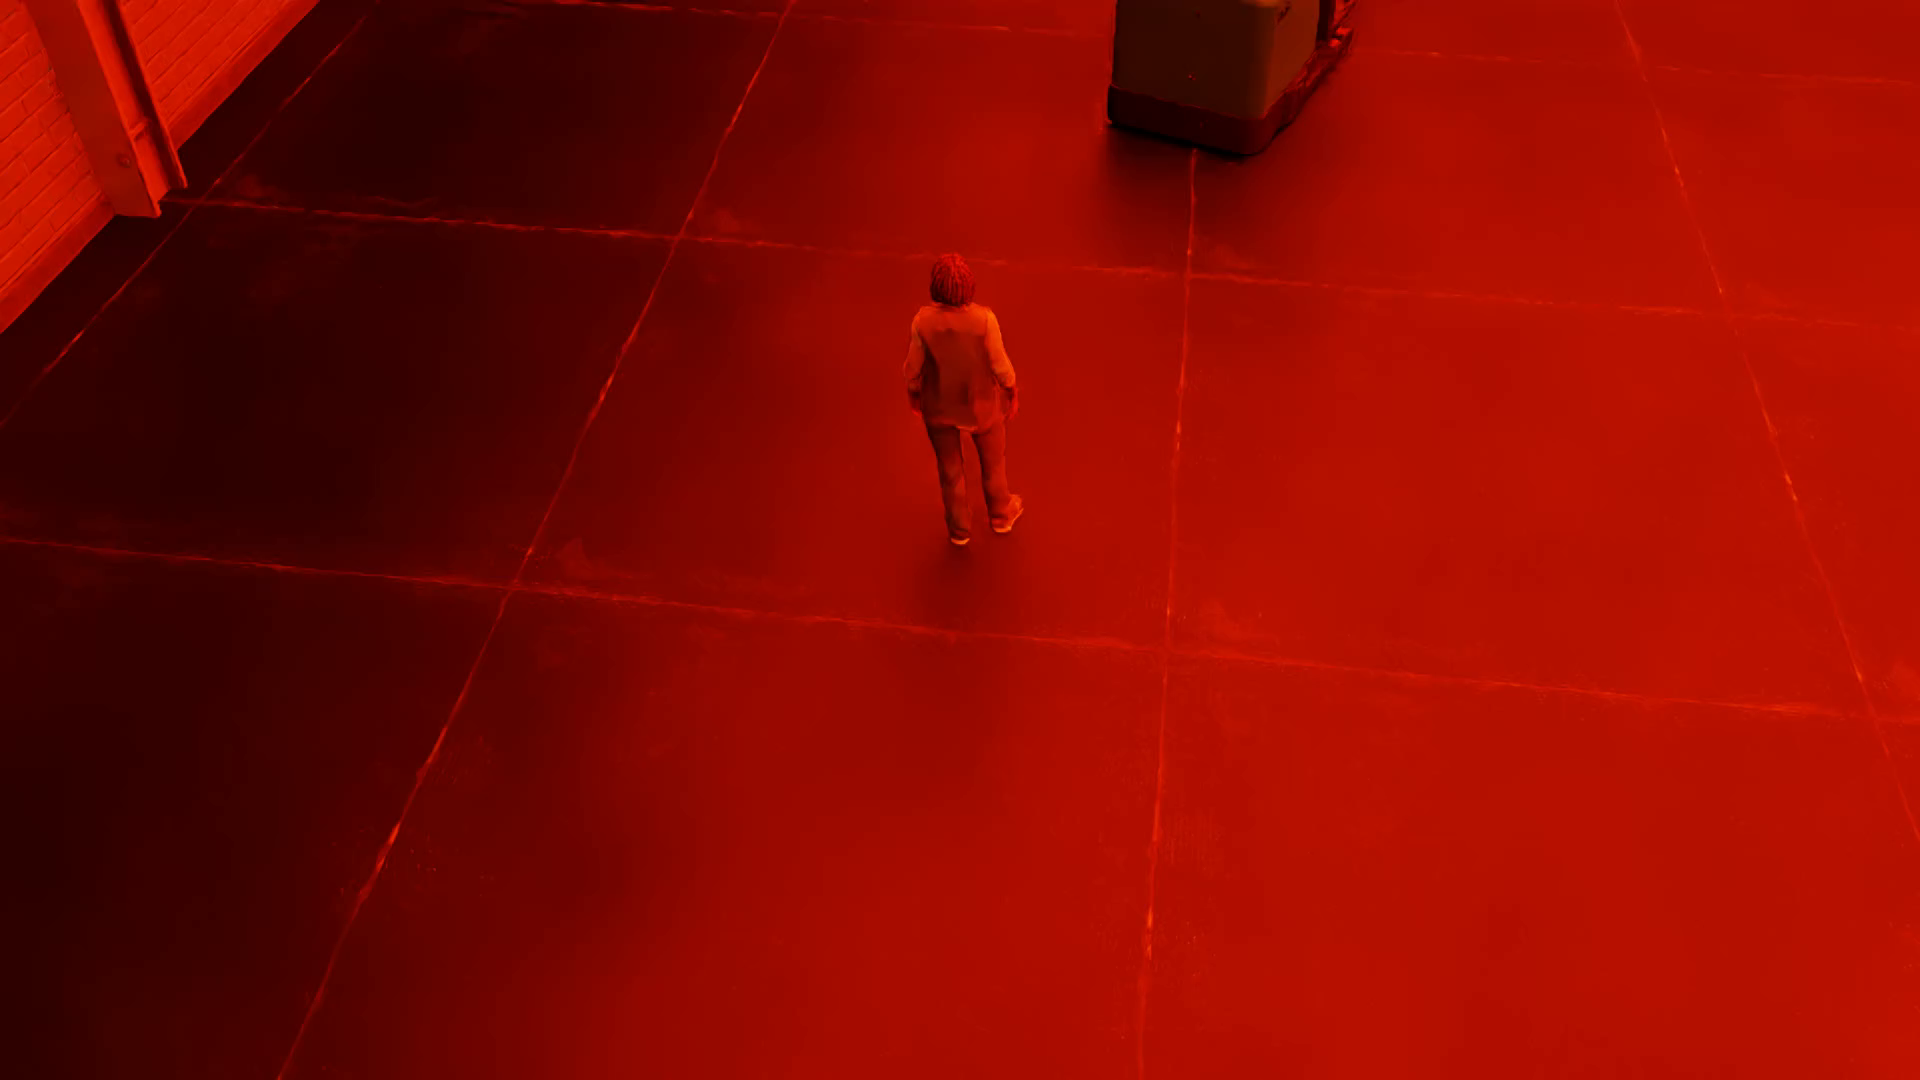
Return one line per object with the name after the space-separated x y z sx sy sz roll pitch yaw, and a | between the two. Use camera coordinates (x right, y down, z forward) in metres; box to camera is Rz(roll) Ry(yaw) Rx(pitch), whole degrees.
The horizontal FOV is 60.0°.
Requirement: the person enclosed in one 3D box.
0.024 -0.642 7.399 0.521 1.597 0.474 5 43 6 | person

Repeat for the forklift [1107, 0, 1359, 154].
2.082 -4.493 10.615 1.130 2.935 3.031 19 46 20 | forklift
